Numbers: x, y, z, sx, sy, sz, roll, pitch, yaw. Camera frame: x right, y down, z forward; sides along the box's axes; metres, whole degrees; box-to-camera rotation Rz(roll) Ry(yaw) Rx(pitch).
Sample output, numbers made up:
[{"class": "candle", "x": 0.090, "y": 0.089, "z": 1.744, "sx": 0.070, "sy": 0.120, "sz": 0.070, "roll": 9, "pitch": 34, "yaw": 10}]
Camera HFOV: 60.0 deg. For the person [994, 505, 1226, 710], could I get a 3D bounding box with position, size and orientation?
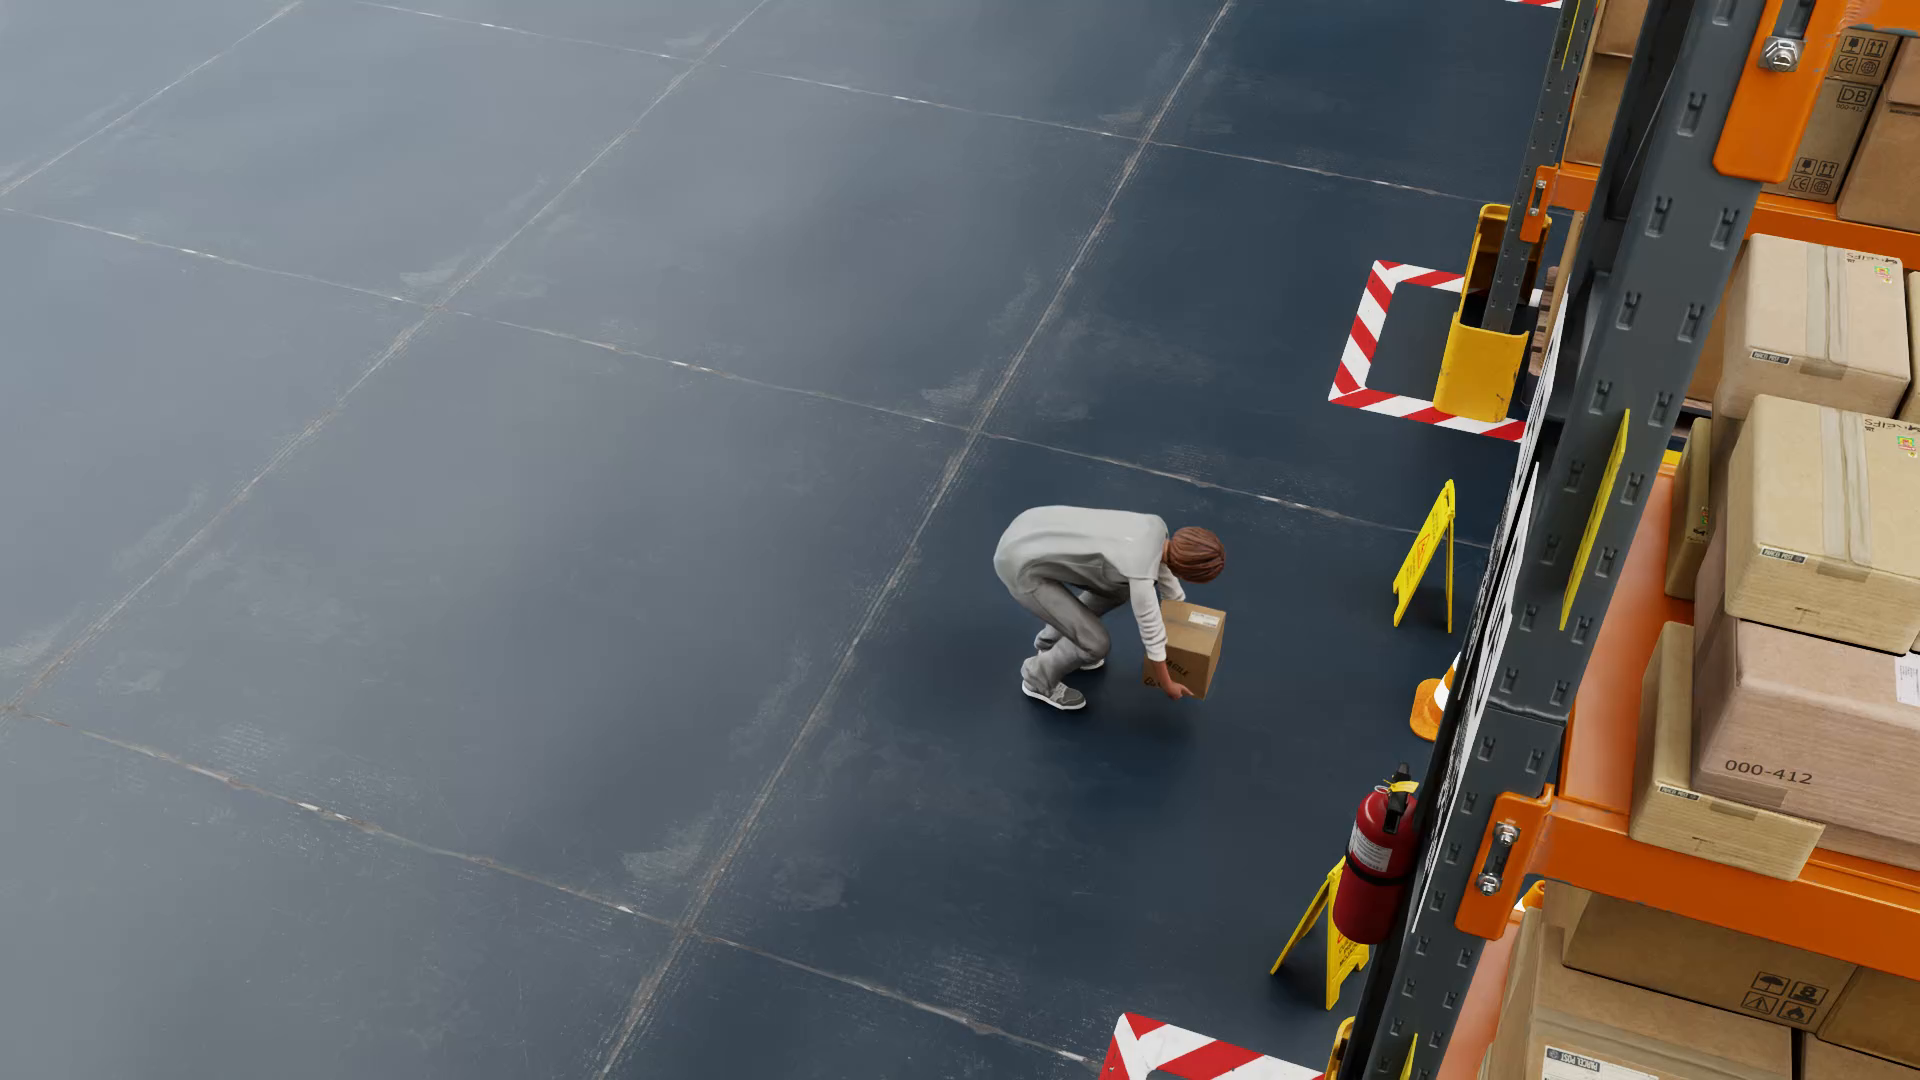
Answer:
[{"class": "person", "x": 0.555, "y": 0.256, "z": 6.395, "sx": 0.862, "sy": 0.912, "sz": 0.431, "roll": 12, "pitch": 43, "yaw": 13}]
